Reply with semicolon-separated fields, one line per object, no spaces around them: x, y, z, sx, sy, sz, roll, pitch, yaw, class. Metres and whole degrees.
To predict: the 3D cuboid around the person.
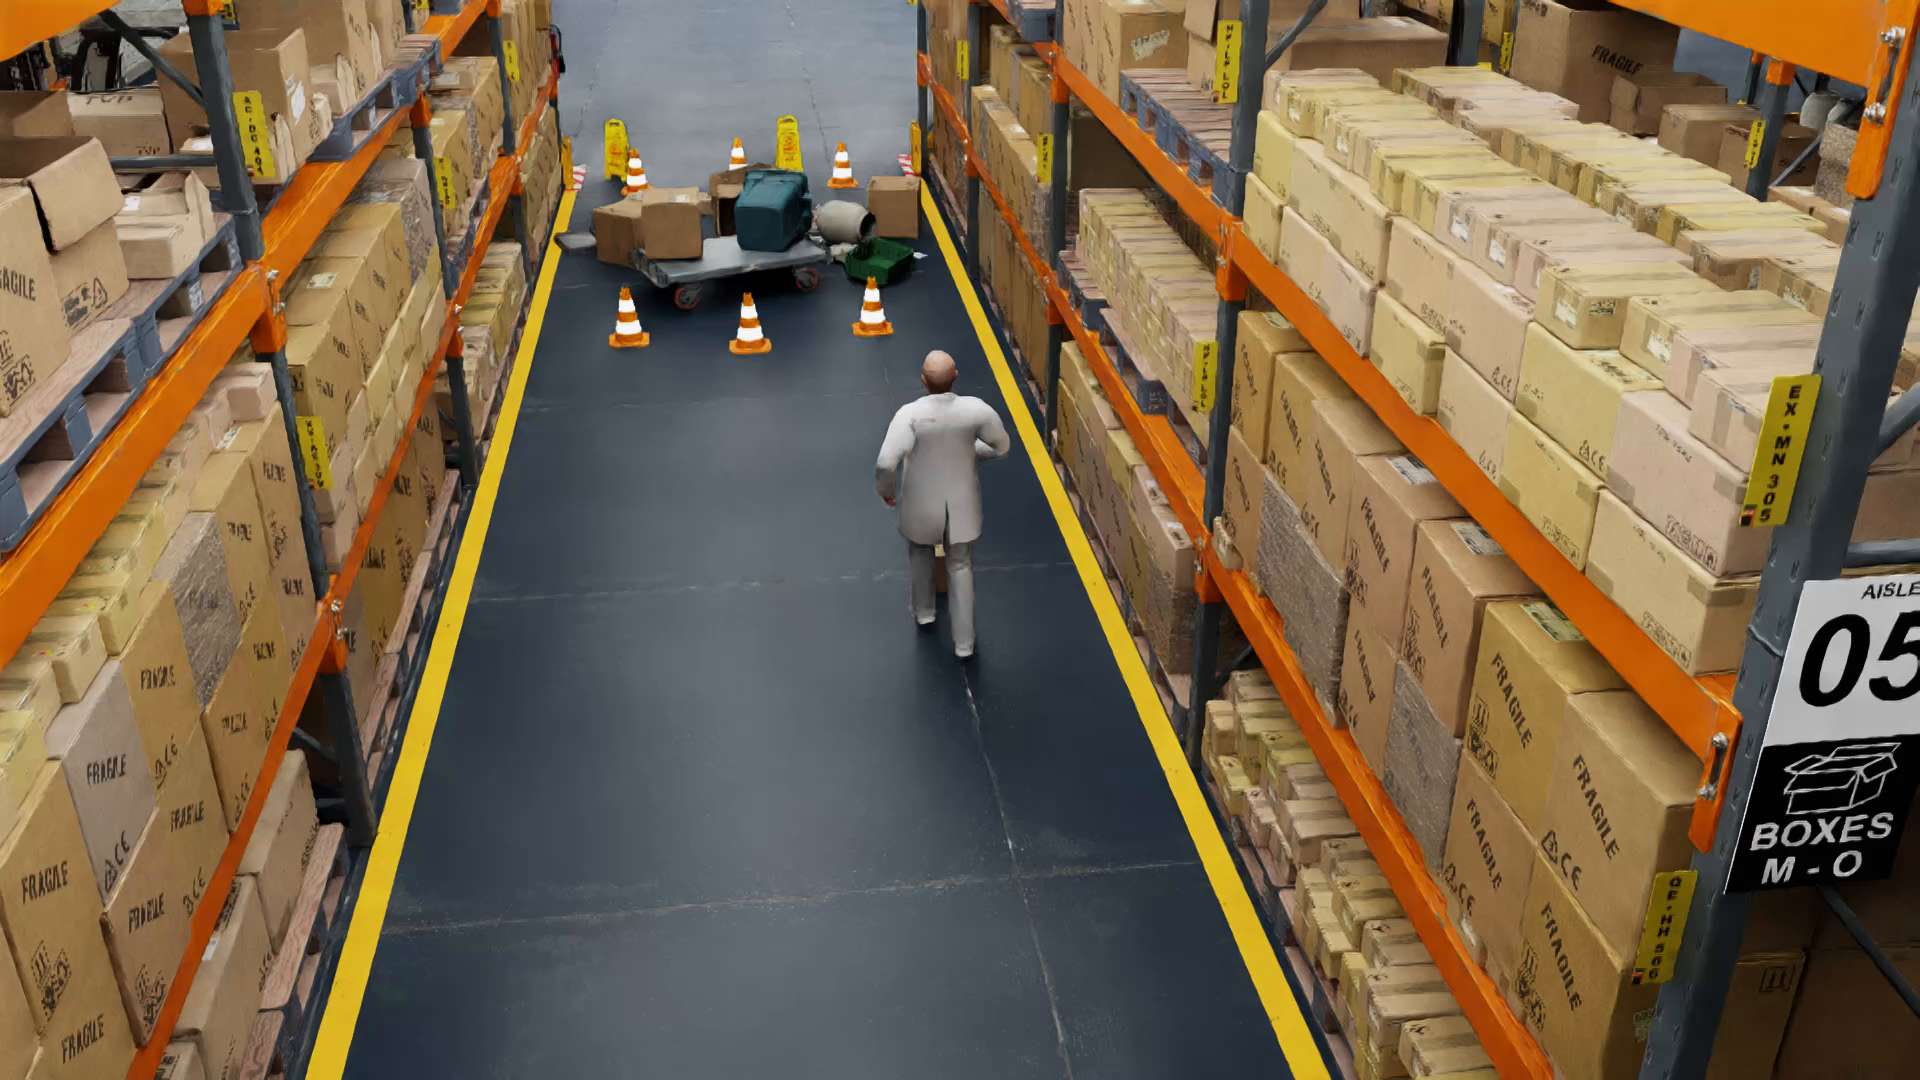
-0.133;-0.256;9.154;0.760;1.790;0.788;-6;27;-11;person
